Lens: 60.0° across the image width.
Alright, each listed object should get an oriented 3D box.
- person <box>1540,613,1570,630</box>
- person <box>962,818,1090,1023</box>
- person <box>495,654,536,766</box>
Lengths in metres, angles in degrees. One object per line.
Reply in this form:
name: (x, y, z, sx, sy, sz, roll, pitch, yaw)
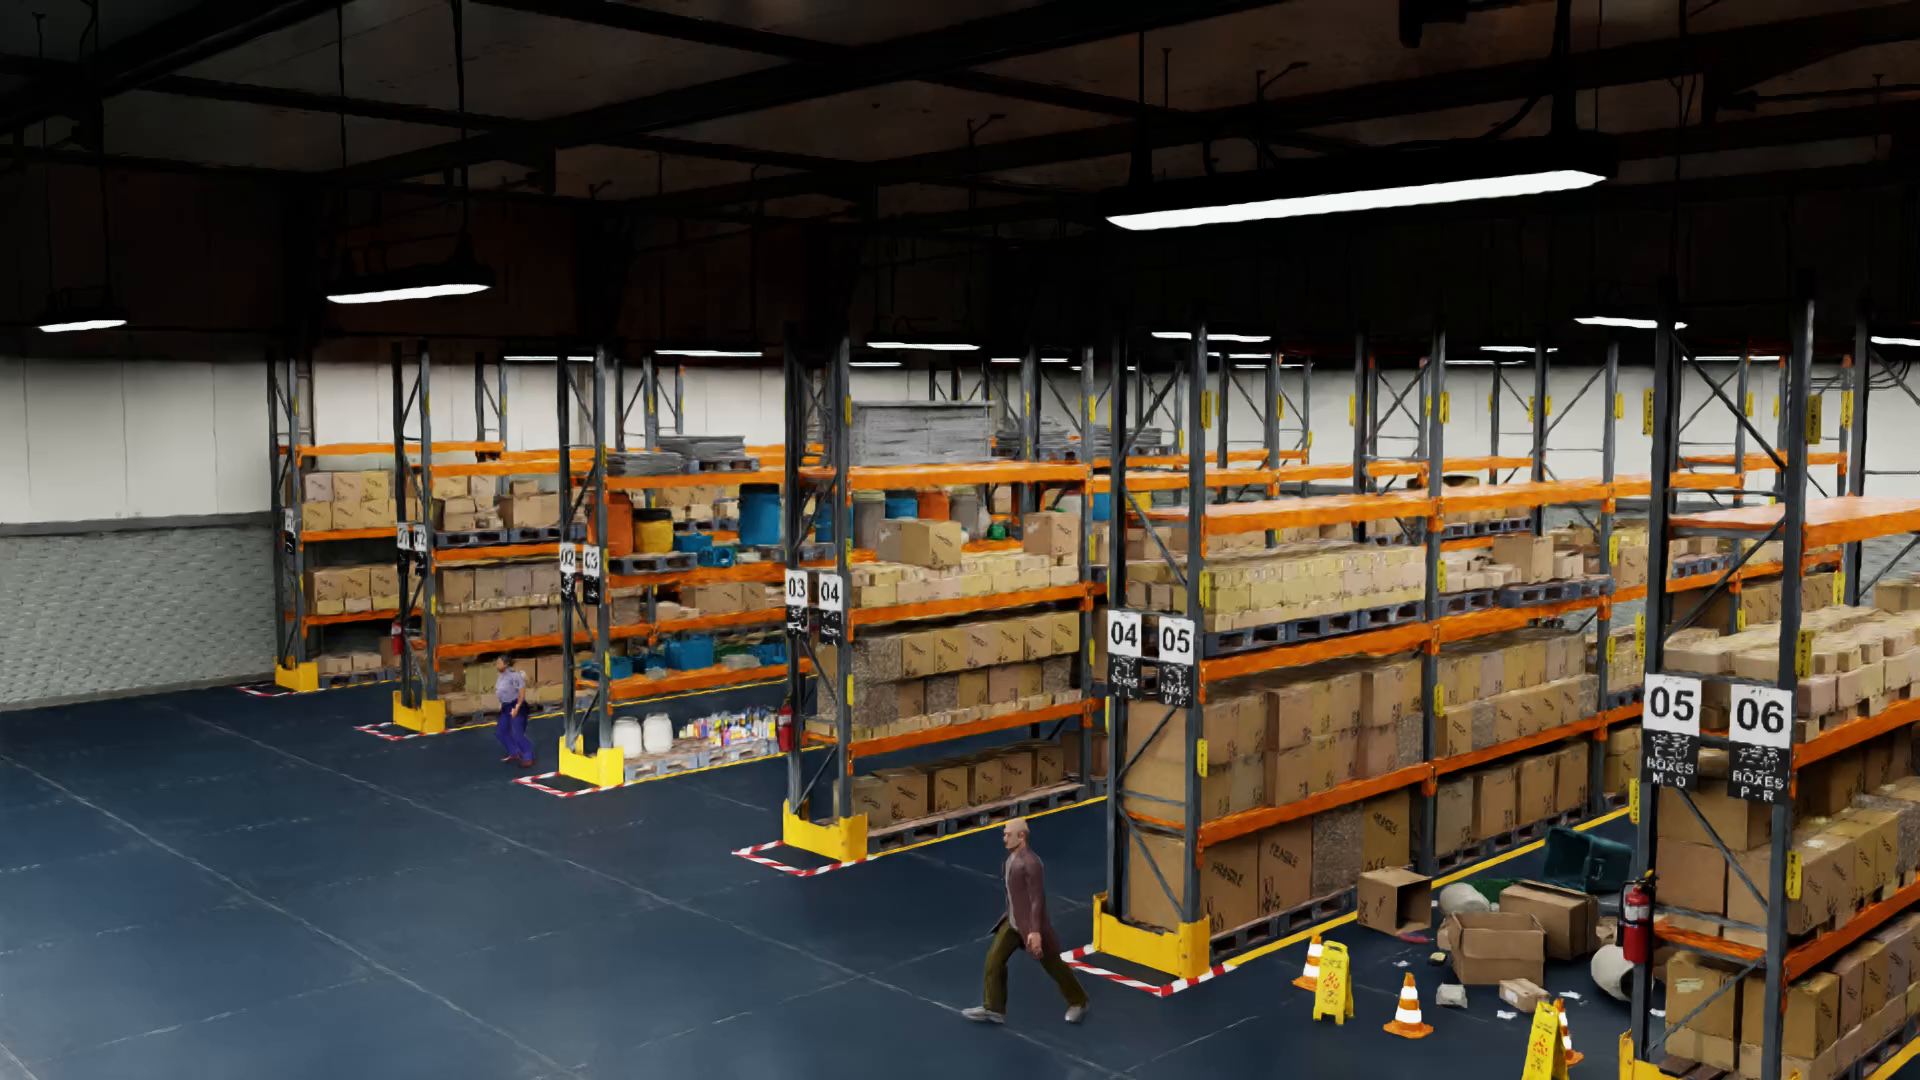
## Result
person: (9.924, 1.927, 27.822, 1.115, 1.647, 0.543, -4, 7, -42)
person: (0.573, 3.128, 13.662, 1.046, 1.723, 0.630, -2, 5, -24)
person: (-6.250, 2.364, 23.278, 0.625, 1.596, 0.517, 5, 7, 44)
